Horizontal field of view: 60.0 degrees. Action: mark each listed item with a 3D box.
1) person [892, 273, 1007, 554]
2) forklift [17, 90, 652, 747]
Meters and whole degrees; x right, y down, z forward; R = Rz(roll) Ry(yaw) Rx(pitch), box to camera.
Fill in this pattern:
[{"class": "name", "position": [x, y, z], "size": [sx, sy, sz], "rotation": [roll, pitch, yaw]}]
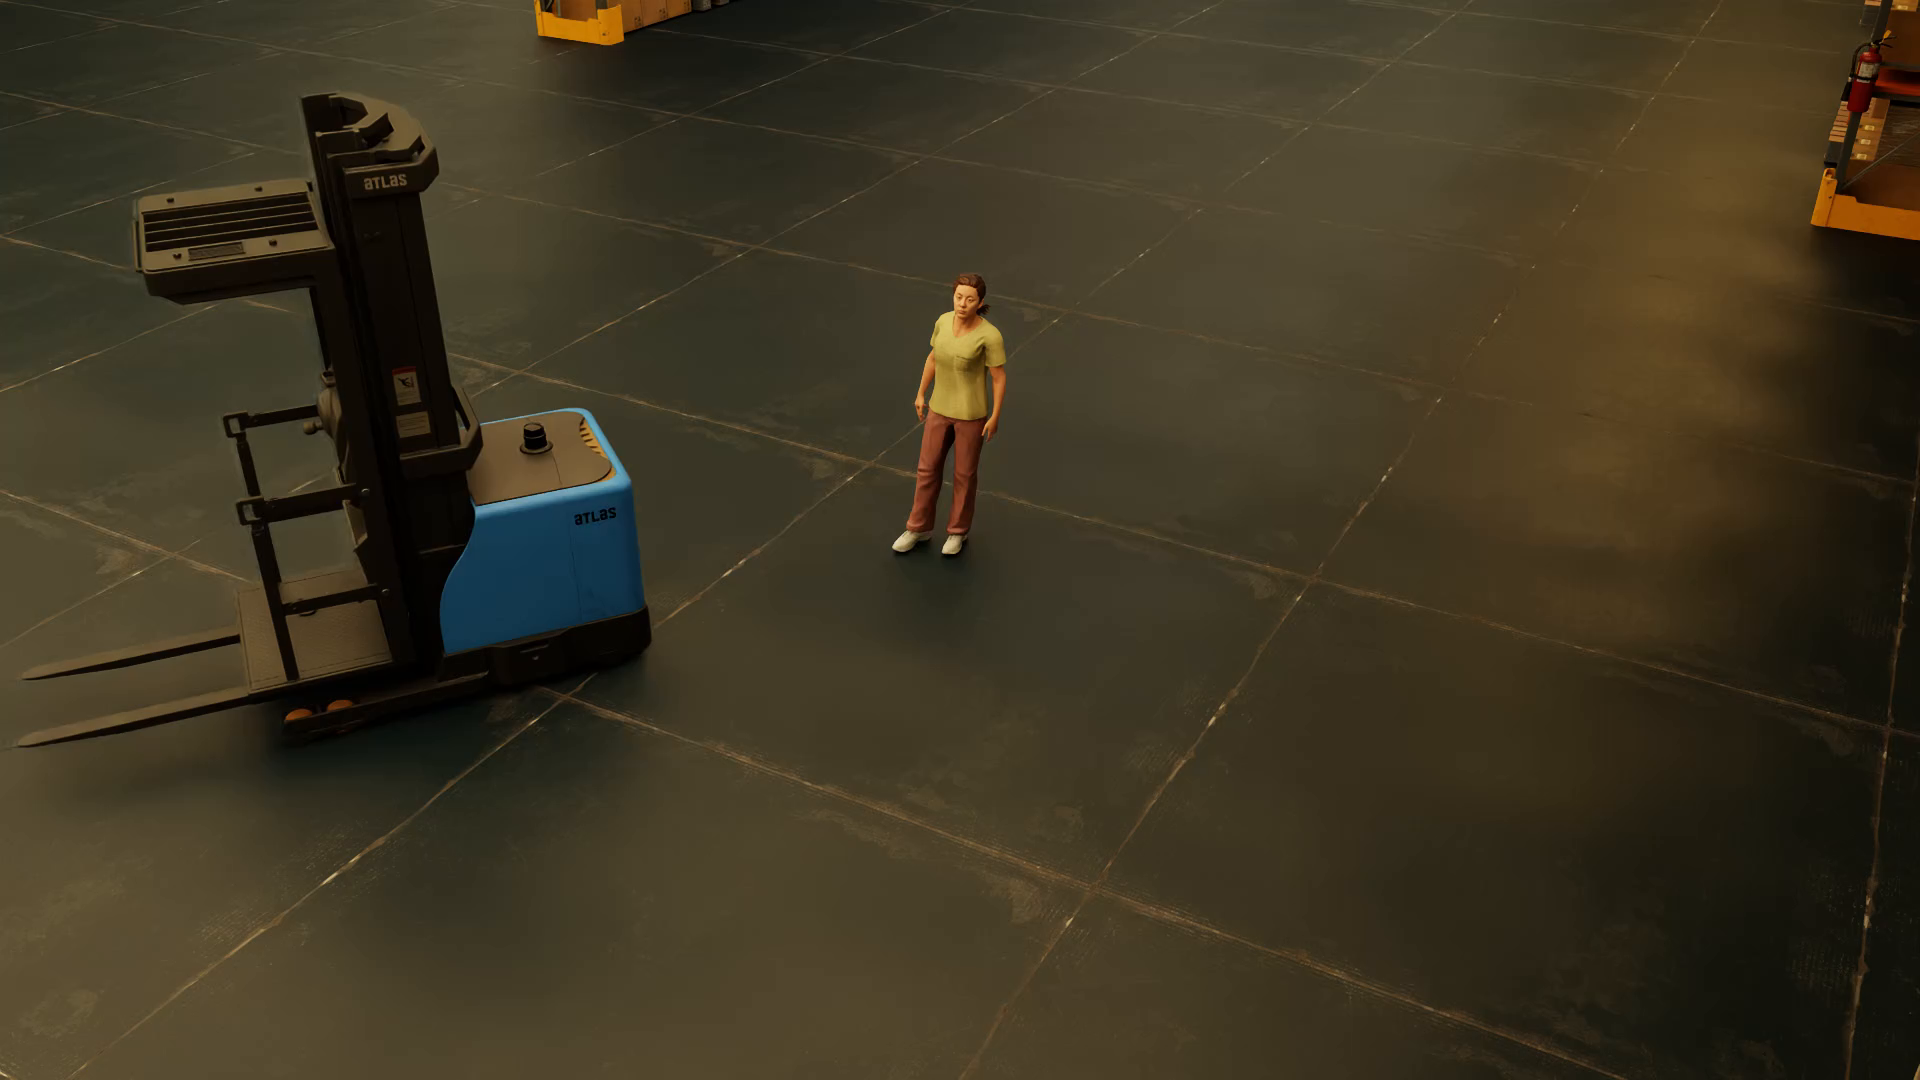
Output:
[{"class": "person", "position": [-0.045, -0.702, 9.529], "size": [0.555, 1.675, 0.549], "rotation": [15, 33, 25]}, {"class": "forklift", "position": [-3.216, -0.563, 8.046], "size": [3.031, 2.935, 1.130], "rotation": [-13, 32, -21]}]
